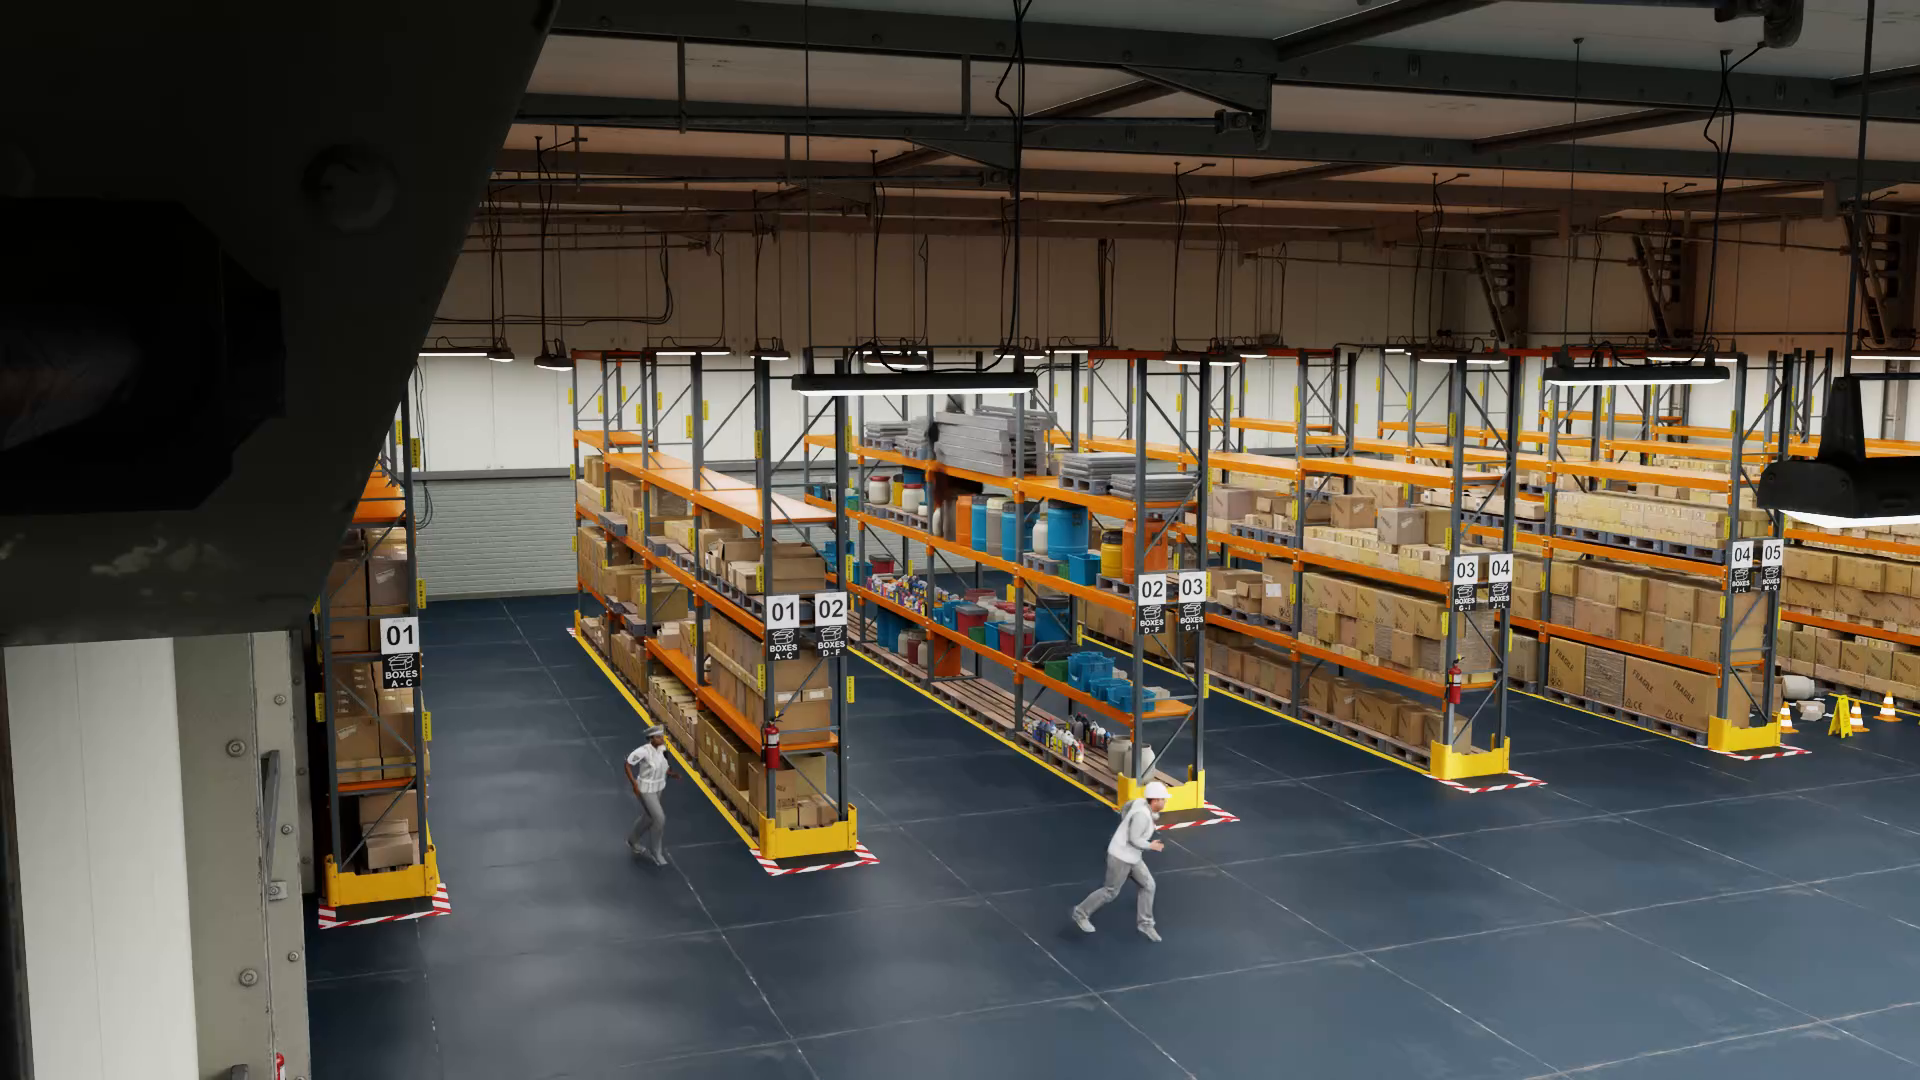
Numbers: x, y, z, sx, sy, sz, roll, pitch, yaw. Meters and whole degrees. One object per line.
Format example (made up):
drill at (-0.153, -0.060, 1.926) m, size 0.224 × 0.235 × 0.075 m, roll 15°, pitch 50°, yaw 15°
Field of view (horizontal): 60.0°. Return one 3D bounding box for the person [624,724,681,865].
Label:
person at (-3.722, 3.047, 19.992) m, size 0.846 × 1.739 × 0.506 m, roll 3°, pitch 8°, yaw 26°

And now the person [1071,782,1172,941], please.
person at (1.689, 3.361, 17.421) m, size 1.040 × 1.734 × 0.700 m, roll 1°, pitch 7°, yaw 8°
